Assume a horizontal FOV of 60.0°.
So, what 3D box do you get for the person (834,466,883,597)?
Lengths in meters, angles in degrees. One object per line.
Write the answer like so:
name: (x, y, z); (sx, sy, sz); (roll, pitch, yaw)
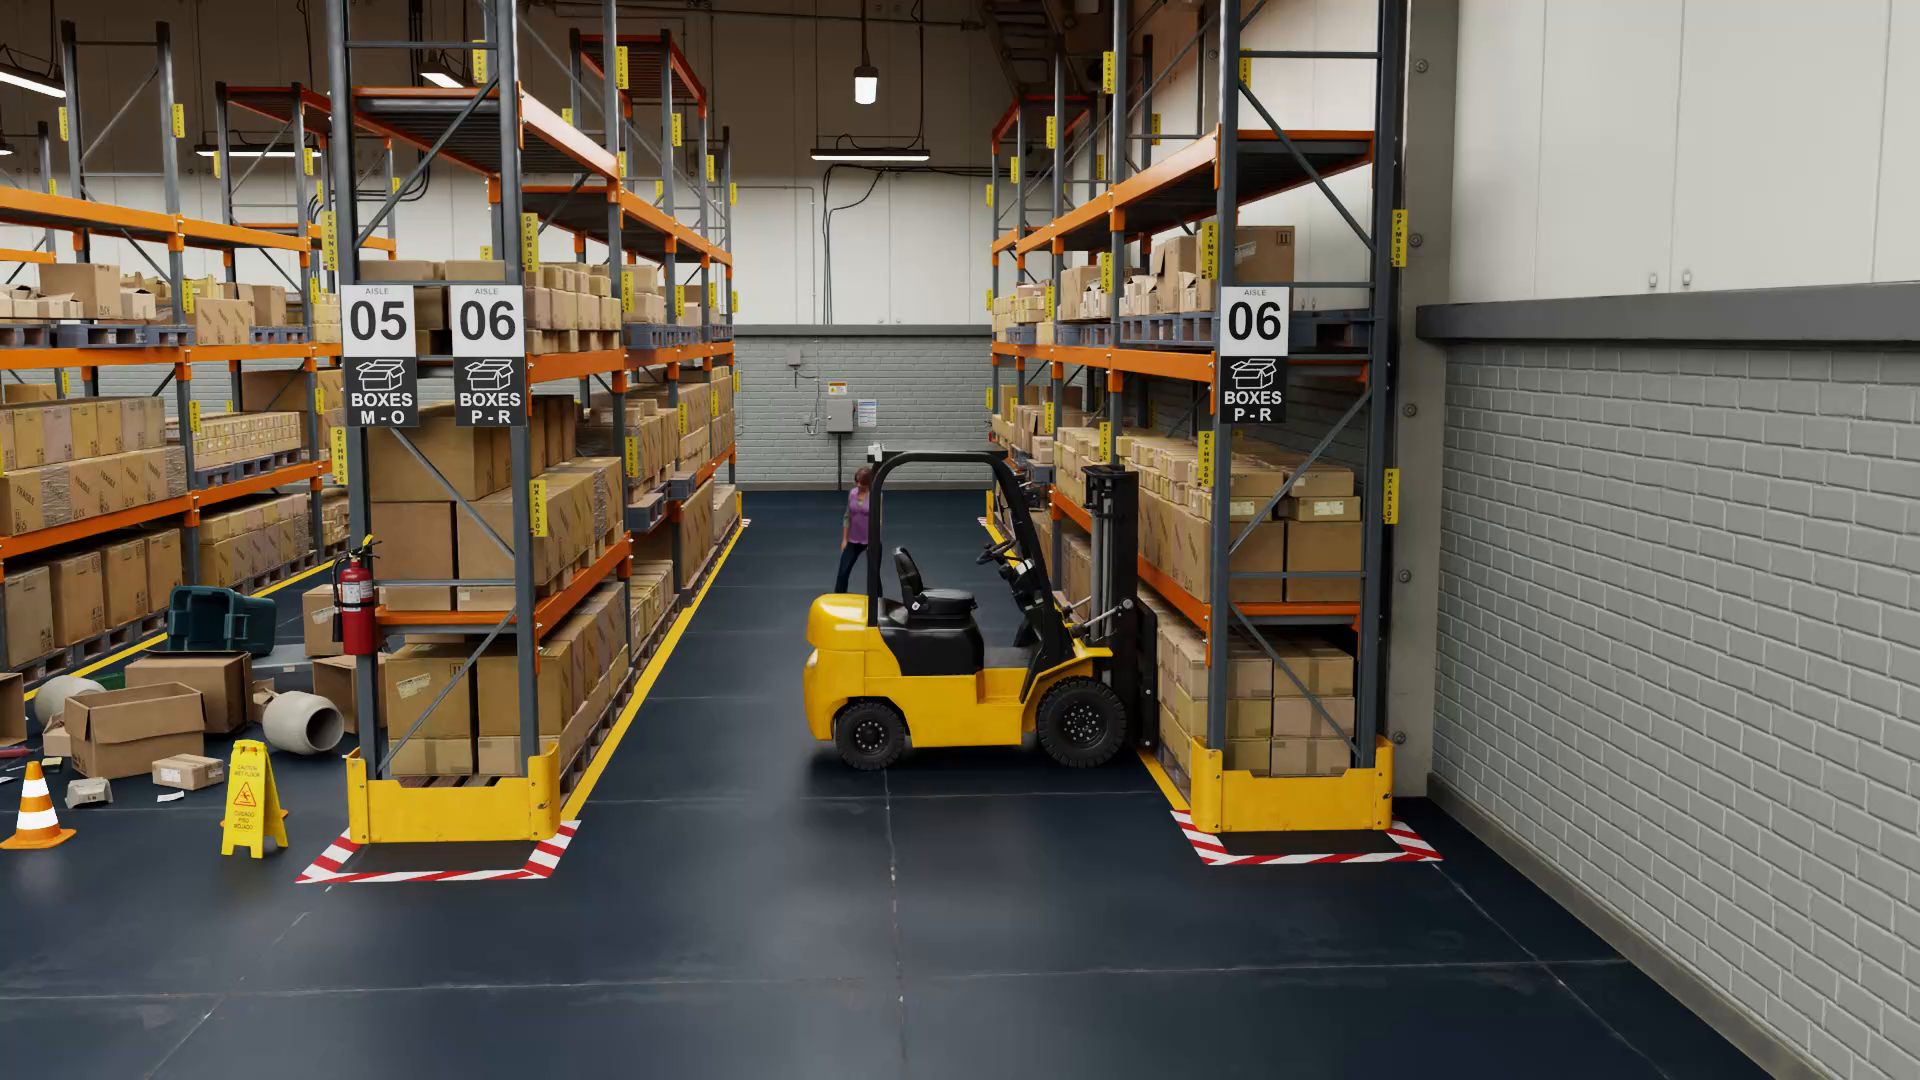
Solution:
person: (-1.076, 0.058, 16.786); (0.598, 1.576, 0.454); (2, 7, 17)
